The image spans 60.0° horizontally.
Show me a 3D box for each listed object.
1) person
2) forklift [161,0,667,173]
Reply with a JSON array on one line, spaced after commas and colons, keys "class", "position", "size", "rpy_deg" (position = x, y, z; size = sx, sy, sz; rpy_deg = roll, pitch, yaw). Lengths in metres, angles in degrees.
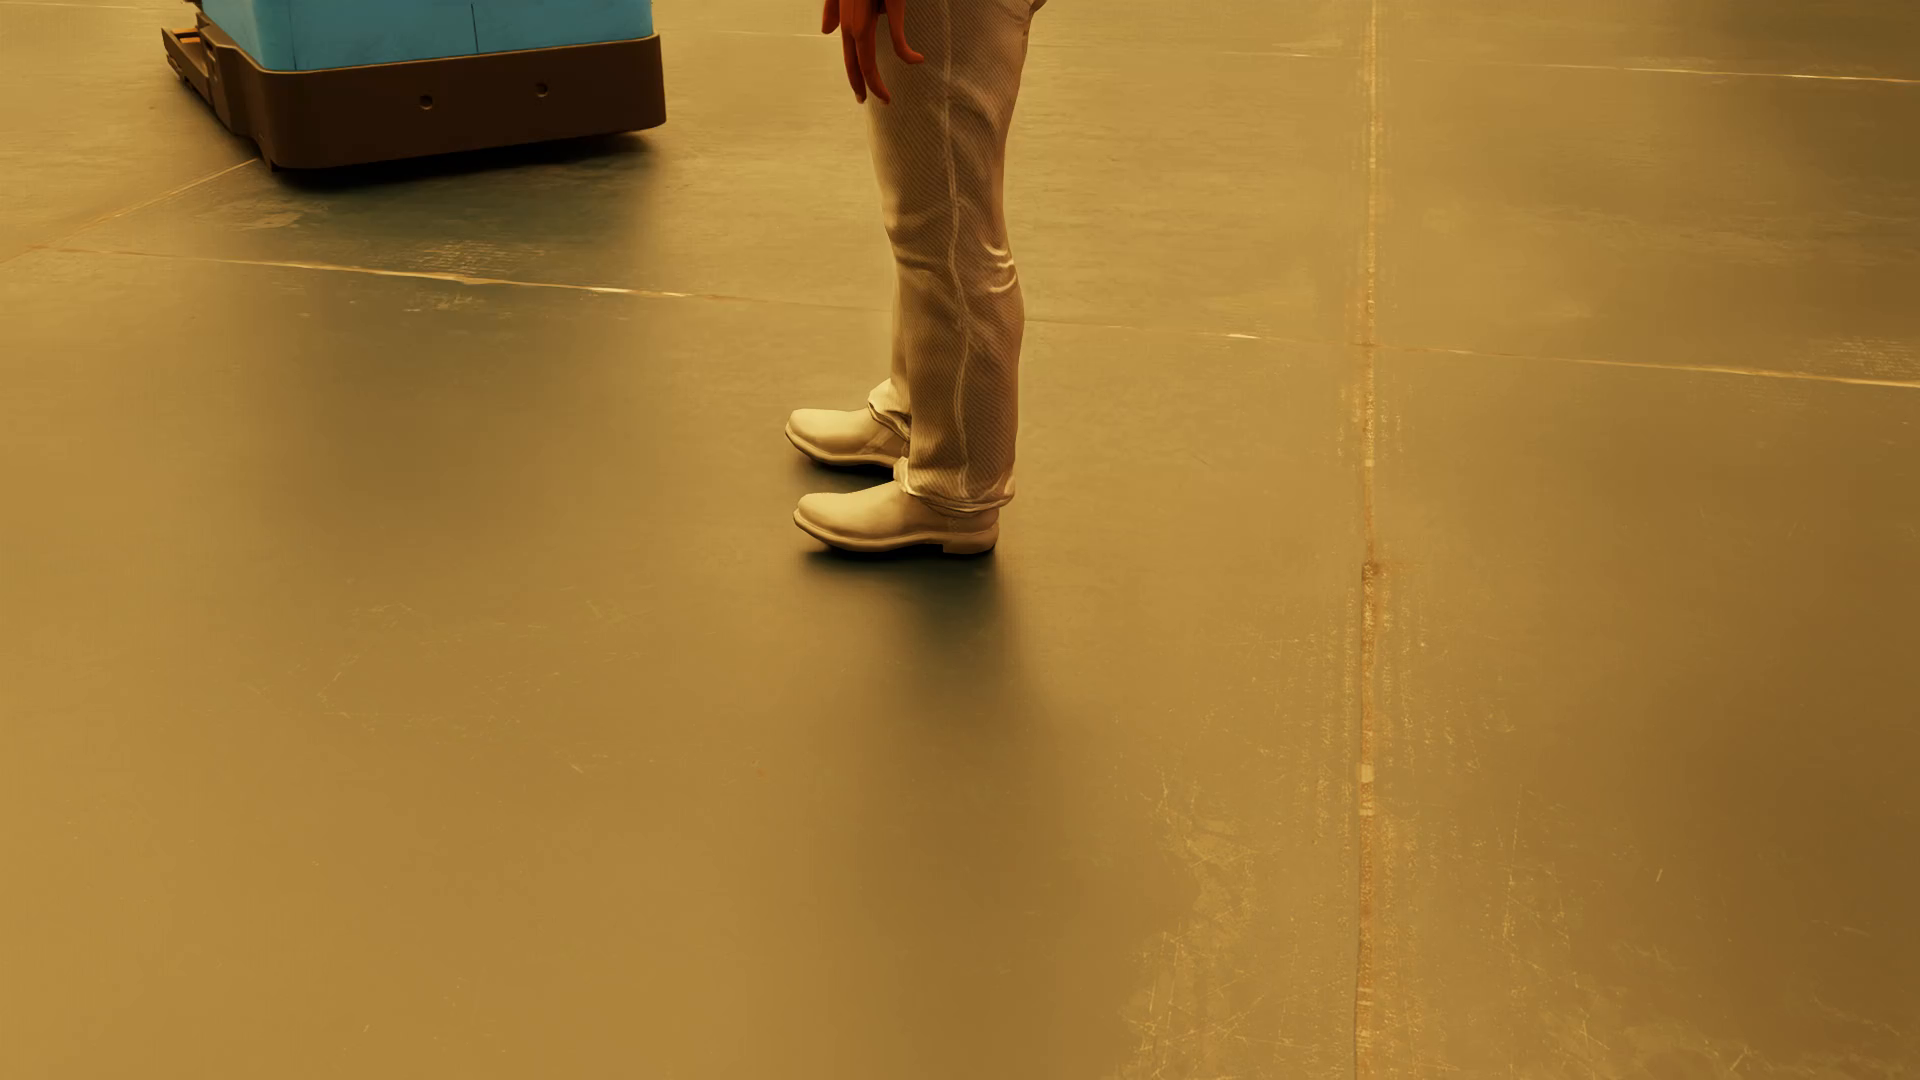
[{"class": "person", "position": [-0.066, -0.804, 2.118], "size": [0.577, 1.765, 0.666], "rpy_deg": [6, 27, 11]}, {"class": "forklift", "position": [-2.002, -2.868, 4.930], "size": [1.130, 2.935, 3.031], "rpy_deg": [-15, 30, -27]}]
